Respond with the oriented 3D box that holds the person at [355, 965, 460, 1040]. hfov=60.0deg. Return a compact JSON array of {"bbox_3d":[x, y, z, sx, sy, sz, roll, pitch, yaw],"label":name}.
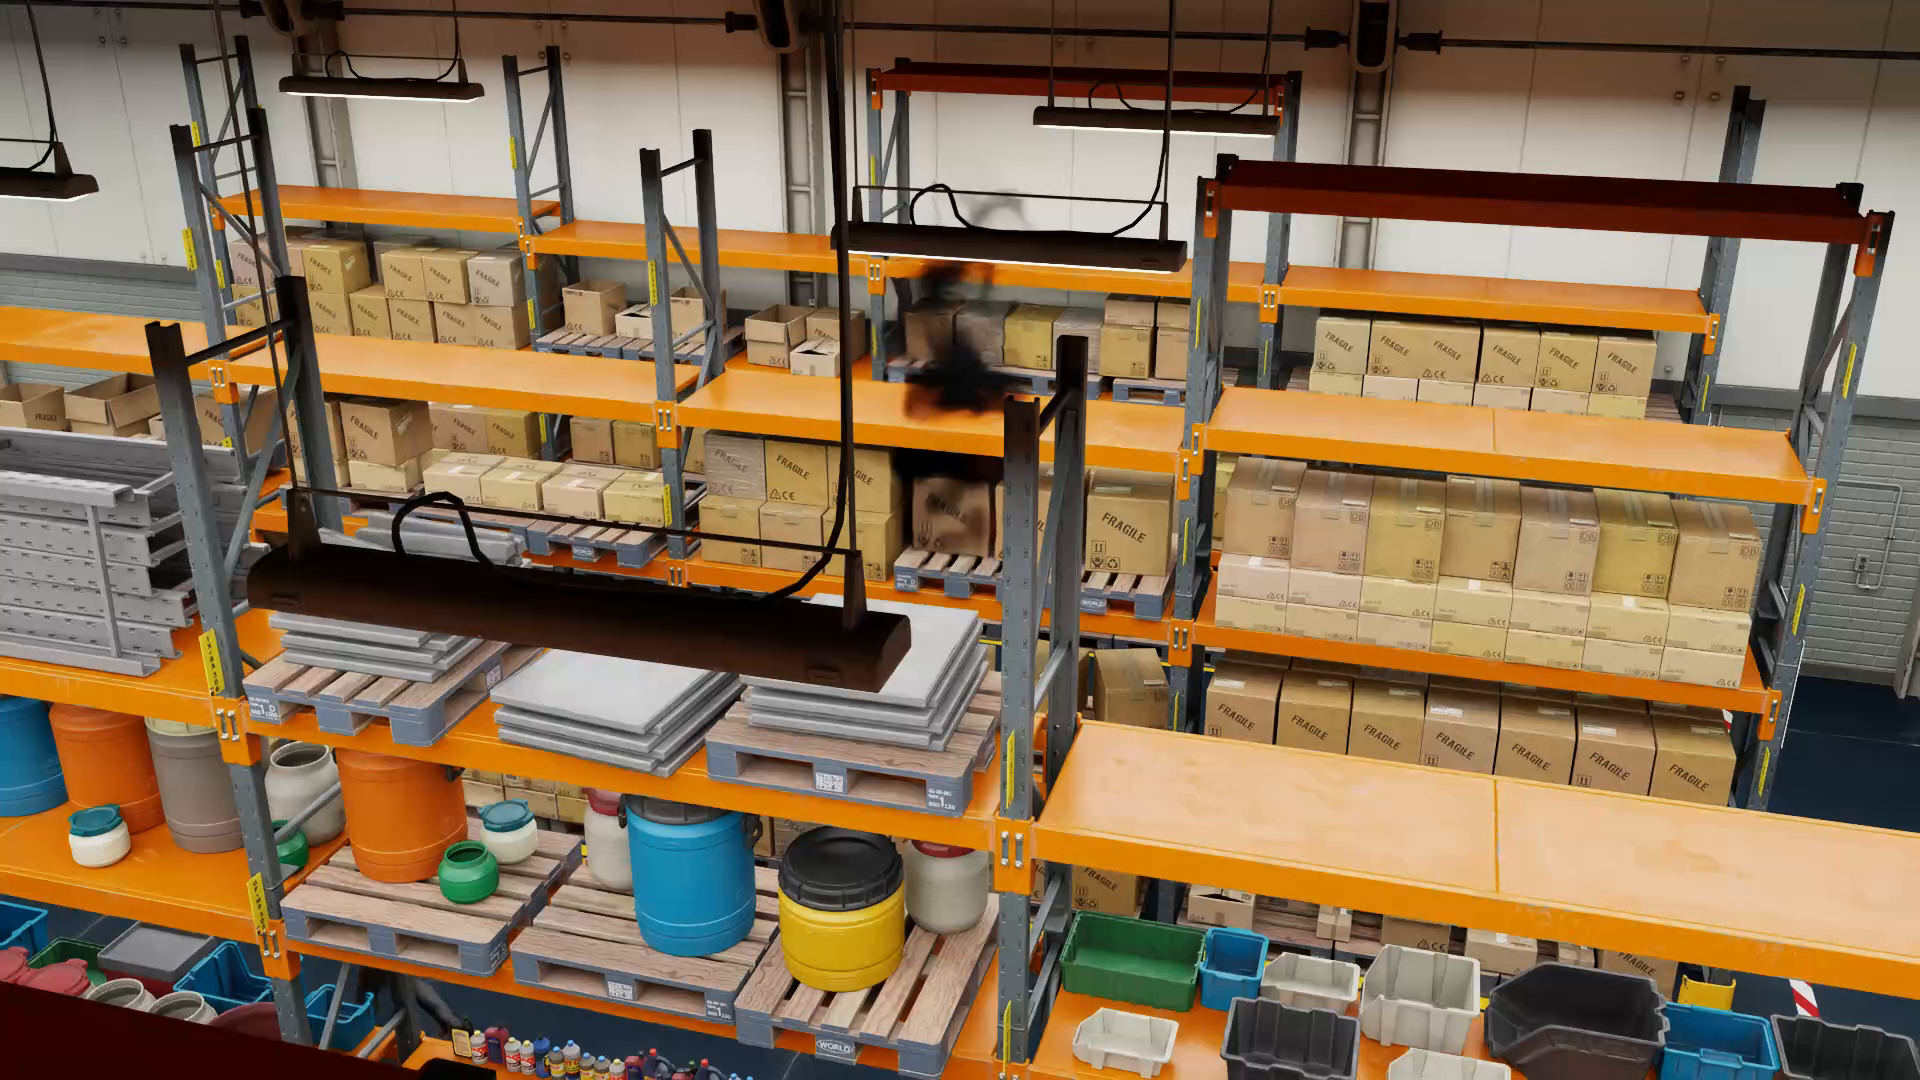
[{"bbox_3d":[-4.007,2.883,11.640,0.932,1.656,0.569,4,23,11],"label":"person"}]
